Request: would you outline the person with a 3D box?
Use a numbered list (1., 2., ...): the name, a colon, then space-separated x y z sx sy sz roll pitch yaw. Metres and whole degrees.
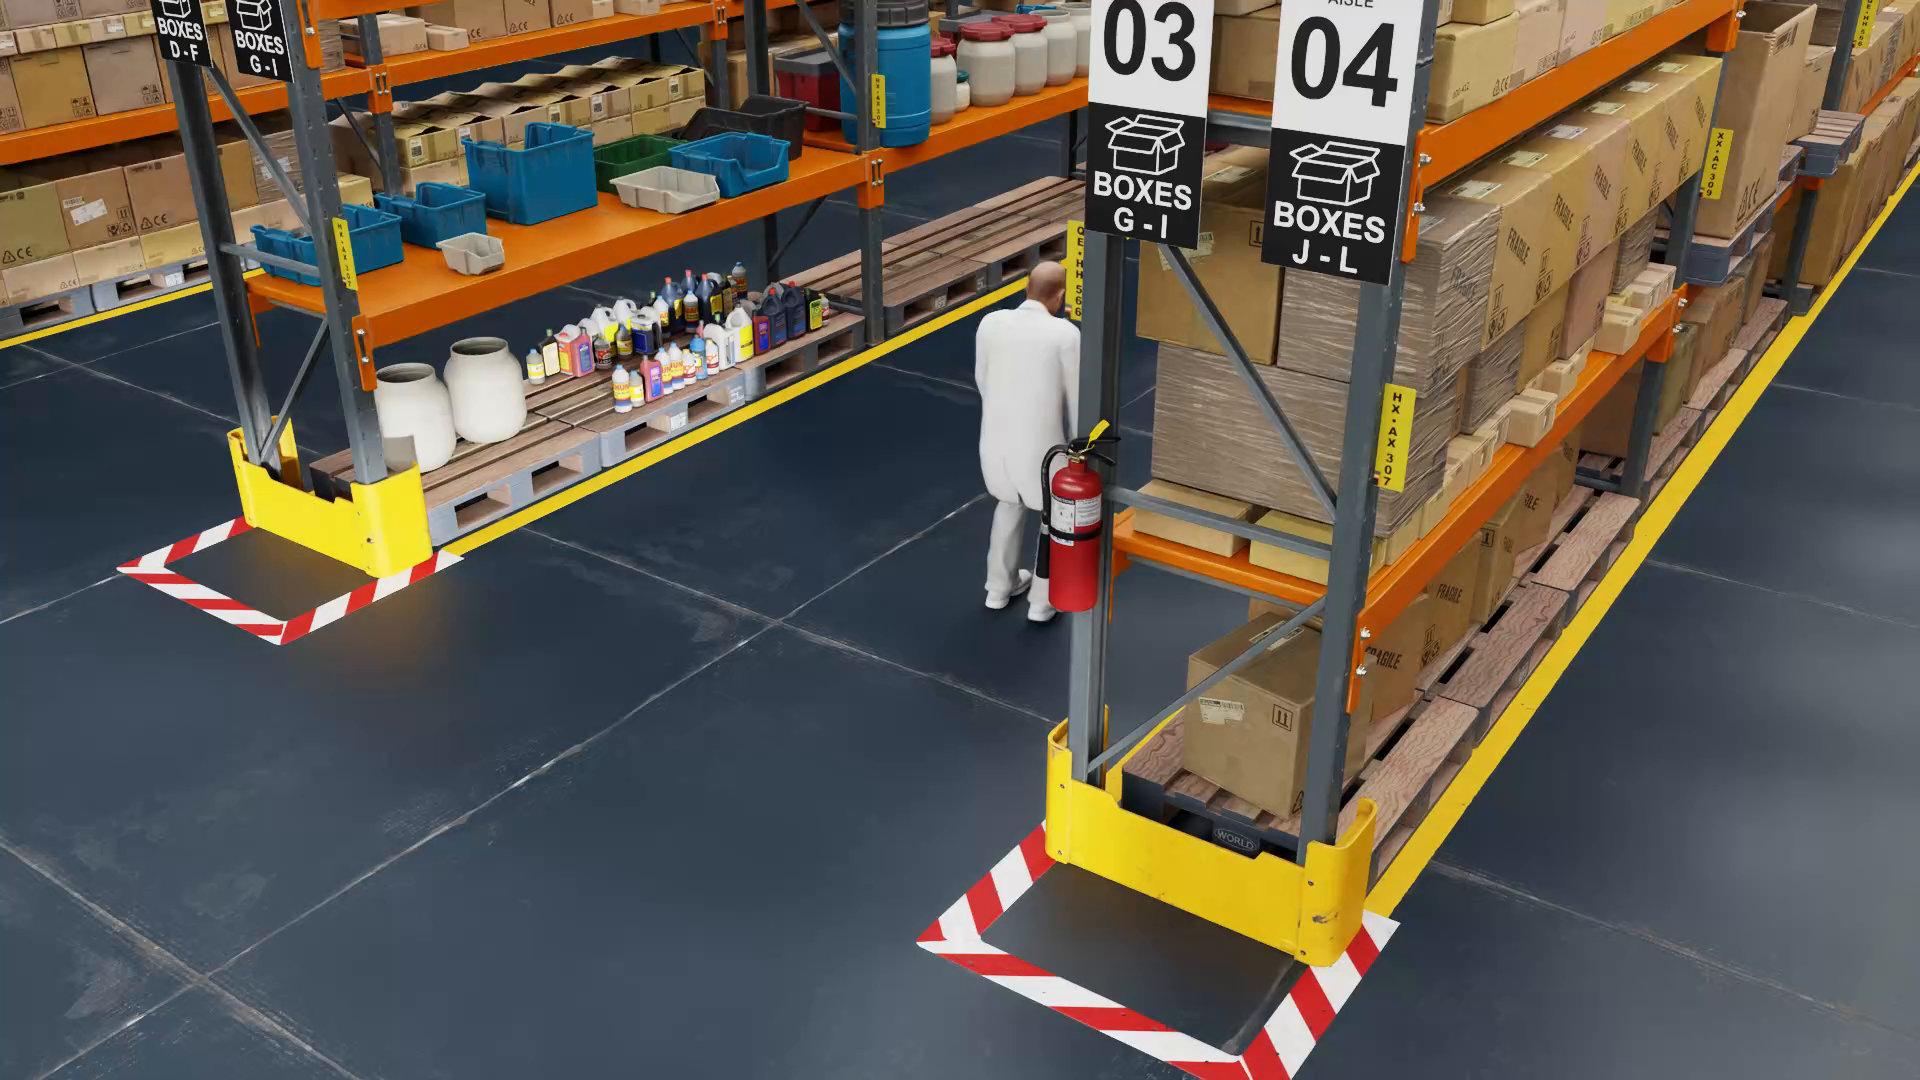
1. person: 0.318 -0.442 7.677 0.611 1.644 0.523 18 32 31
